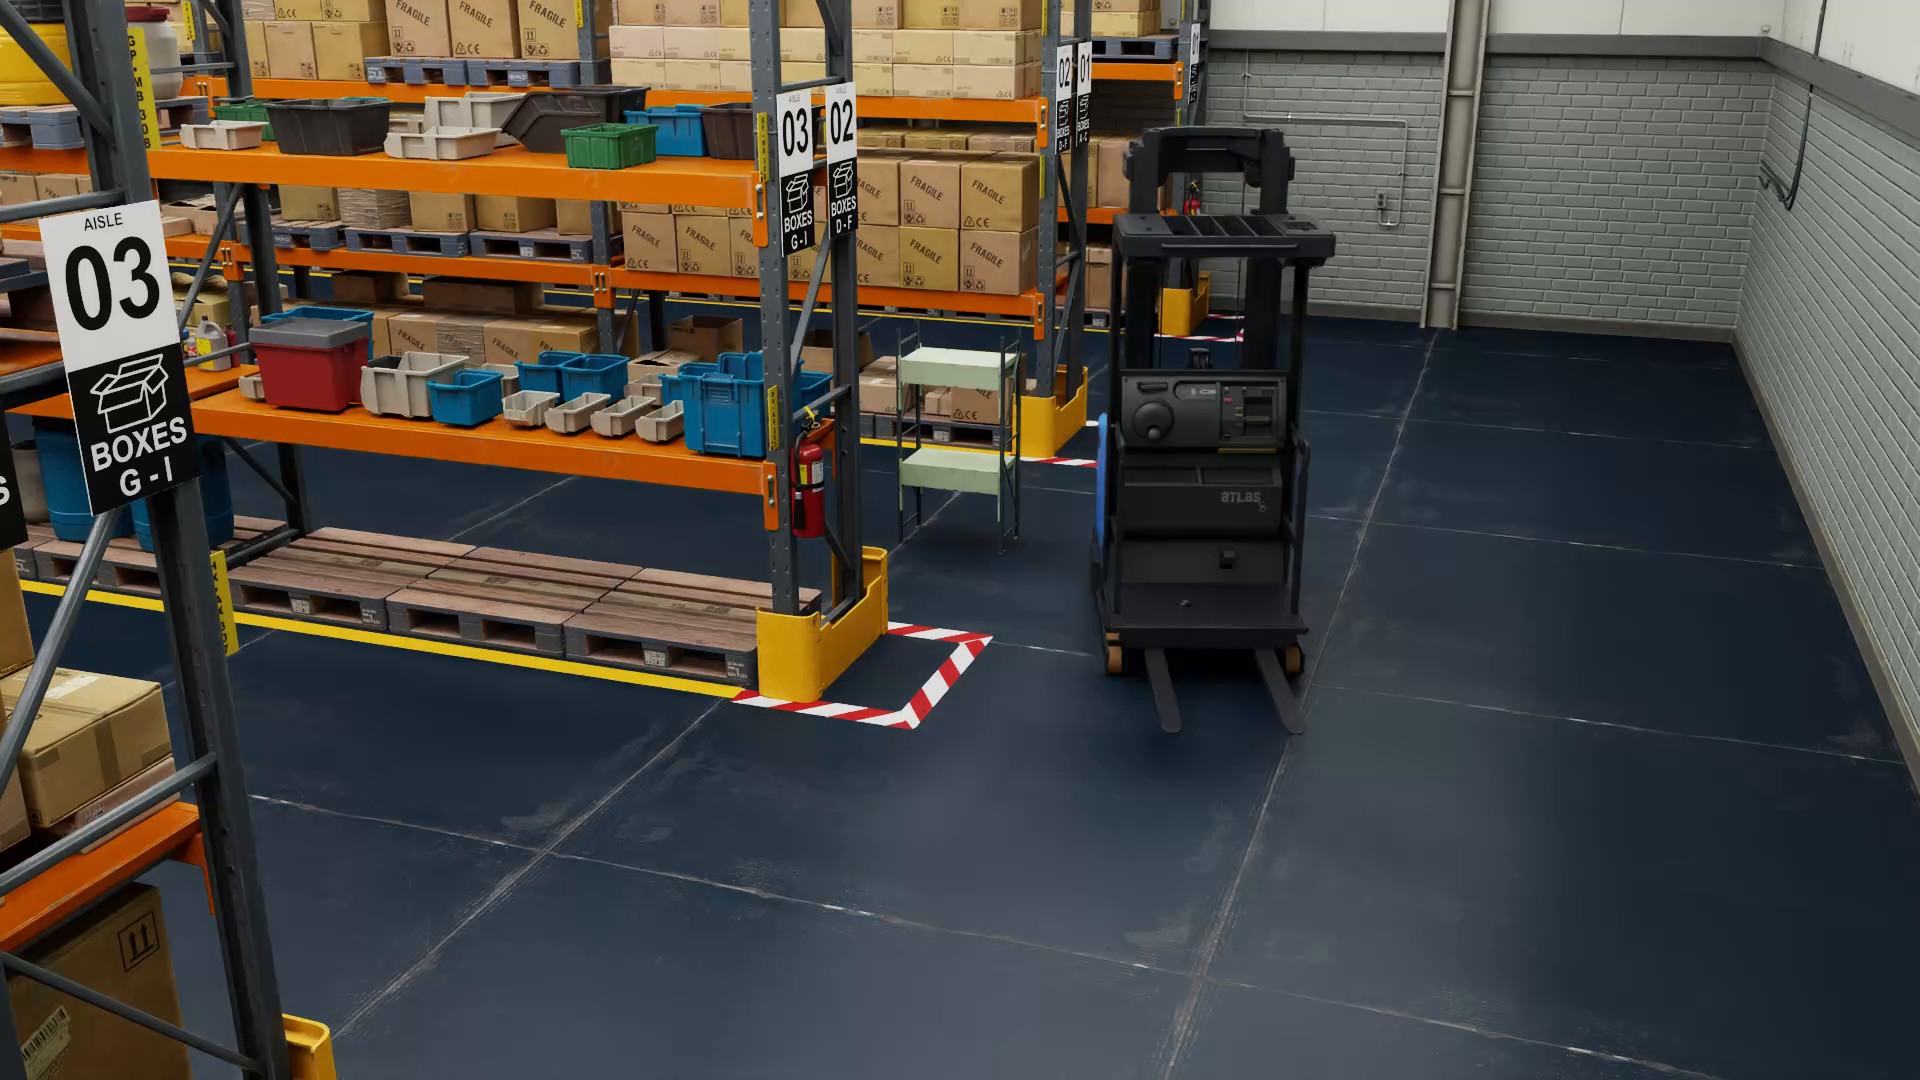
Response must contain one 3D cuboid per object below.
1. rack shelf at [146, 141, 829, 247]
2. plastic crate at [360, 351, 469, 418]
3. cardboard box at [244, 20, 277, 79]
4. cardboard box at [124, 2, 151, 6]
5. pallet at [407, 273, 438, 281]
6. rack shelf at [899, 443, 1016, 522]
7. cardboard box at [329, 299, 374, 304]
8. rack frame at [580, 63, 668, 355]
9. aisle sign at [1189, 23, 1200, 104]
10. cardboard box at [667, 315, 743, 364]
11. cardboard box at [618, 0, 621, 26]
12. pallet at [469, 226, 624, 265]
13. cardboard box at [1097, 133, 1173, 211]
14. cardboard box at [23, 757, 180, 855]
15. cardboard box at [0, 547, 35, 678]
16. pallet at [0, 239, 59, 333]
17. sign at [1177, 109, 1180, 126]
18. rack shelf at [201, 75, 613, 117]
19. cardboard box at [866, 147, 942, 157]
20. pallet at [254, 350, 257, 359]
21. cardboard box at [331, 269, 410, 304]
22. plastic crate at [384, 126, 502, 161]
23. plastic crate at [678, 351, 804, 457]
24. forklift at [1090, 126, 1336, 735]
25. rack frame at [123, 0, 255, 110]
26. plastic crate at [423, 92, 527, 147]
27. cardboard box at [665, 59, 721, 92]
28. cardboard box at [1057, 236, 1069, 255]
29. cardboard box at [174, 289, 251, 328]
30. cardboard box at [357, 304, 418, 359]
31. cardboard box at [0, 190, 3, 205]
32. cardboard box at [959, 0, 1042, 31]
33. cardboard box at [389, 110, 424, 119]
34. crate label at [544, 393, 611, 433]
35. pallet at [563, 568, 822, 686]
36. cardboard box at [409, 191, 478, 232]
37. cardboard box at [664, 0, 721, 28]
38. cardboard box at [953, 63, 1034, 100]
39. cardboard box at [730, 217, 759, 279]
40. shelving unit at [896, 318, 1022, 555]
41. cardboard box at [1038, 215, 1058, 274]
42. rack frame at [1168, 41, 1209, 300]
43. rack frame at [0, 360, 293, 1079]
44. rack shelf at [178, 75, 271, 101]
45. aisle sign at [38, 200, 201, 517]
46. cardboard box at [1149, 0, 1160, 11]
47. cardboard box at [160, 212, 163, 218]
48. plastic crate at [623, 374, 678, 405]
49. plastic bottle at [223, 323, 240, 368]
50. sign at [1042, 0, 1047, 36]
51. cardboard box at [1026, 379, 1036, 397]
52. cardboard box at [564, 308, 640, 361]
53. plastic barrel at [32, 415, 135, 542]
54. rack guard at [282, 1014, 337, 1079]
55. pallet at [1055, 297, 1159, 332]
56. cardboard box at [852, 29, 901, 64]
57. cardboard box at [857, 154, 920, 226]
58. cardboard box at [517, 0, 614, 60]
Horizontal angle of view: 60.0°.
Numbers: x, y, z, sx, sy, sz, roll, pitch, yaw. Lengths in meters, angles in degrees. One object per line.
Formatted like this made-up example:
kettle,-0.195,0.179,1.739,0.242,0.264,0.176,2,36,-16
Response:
rack shelf,-2.684,-2.015,9.335,4.000,0.370,1.077,7,20,18
plastic crate,-3.192,-0.904,9.703,0.530,0.282,0.437,7,20,18
cardboard box,-6.300,-4.553,15.372,0.500,0.500,0.910,7,20,18
cardboard box,-10.447,-6.656,21.375,0.500,0.500,0.500,6,20,16
pallet,-6.987,-3.567,21.489,1.213,0.211,1.003,7,20,18
rack shelf,-0.006,-0.401,11.439,0.720,0.370,0.431,7,20,18
cardboard box,-5.763,-2.125,16.246,0.500,0.500,0.500,7,21,20
rack frame,-2.945,-2.694,14.748,0.127,3.000,1.000,7,20,18
aisle sign,2.425,-4.929,17.210,0.004,0.787,0.394,7,20,18
cardboard box,-2.313,-1.748,15.163,0.500,0.500,0.500,7,20,18
cardboard box,-3.588,-6.199,19.425,0.500,0.500,0.700,8,21,21
pallet,-3.664,-2.724,15.124,1.213,0.211,1.003,7,20,18
cardboard box,1.971,-3.996,18.028,0.700,0.700,0.980,7,21,21
cardboard box,-2.648,0.795,5.119,0.250,0.149,0.380,7,20,19
cardboard box,-3.258,0.204,5.070,0.500,0.500,0.500,6,20,17
pallet,-3.125,-0.634,4.414,1.213,0.211,1.003,7,20,18
sign,2.265,-4.294,17.219,0.005,0.325,0.100,7,20,18
rack shelf,-4.834,-3.987,14.992,4.000,0.370,1.077,7,20,18
cardboard box,-0.466,-3.021,14.015,0.500,0.500,0.500,7,20,19
pallet,-7.488,-1.910,16.736,1.213,0.211,1.003,7,20,18
cardboard box,-5.708,-2.475,16.109,0.500,0.250,0.500,7,21,20
plastic crate,-2.829,-2.160,9.060,0.530,0.136,0.437,7,20,18
plastic crate,-1.173,-0.745,9.012,0.499,0.435,0.616,7,20,18
forklift,1.377,-0.723,9.198,1.130,2.935,3.031,0,19,1
rack frame,-4.574,-3.987,9.343,0.127,3.000,1.000,7,20,18
plastic crate,-2.788,-2.418,9.579,0.530,0.282,0.437,7,20,18
cardboard box,-2.096,-3.855,13.749,0.500,0.250,0.500,7,20,18
cardboard box,1.231,-3.302,18.665,0.250,0.149,0.380,7,20,19
cardboard box,-7.299,-2.271,16.221,0.500,0.311,0.500,7,20,19
cardboard box,-5.418,-1.905,15.613,0.500,0.500,0.500,6,20,17
cardboard box,-10.022,-3.448,17.138,0.500,0.250,0.500,8,21,21
cardboard box,0.343,-4.248,12.978,0.500,0.500,0.700,7,20,18
cardboard box,-6.733,-5.097,20.821,0.500,0.500,0.700,7,20,18
crate label,-2.165,-0.716,9.383,0.243,0.136,0.396,7,20,18
pallet,-1.562,0.493,9.840,1.213,0.211,1.003,7,20,18
cardboard box,-4.634,-3.111,15.155,0.500,0.500,0.700,1,19,4
cardboard box,-2.047,-4.491,13.675,0.500,0.500,0.700,7,20,18
cardboard box,0.262,-3.581,12.963,0.500,0.250,0.500,7,20,18
cardboard box,-1.596,-2.492,14.017,0.500,0.500,0.500,6,20,18
shelving unit,-0.006,-0.709,11.331,0.755,1.500,0.431,7,20,18
cardboard box,0.501,-2.439,13.864,0.500,0.500,0.500,7,20,19
rack frame,2.456,-3.803,17.928,0.127,3.000,1.000,7,20,18
rack frame,-2.421,0.818,4.673,0.127,3.000,1.000,7,20,18
rack shelf,-8.612,-4.419,16.232,4.000,0.370,1.077,7,20,18
aisle sign,-2.254,-0.495,4.490,0.004,0.787,0.394,7,20,18
cardboard box,1.846,-5.902,17.691,0.500,0.500,0.500,6,20,16
cardboard box,-7.946,-3.128,16.373,0.250,0.149,0.380,8,21,22
plastic crate,-1.837,-0.889,9.878,0.298,0.136,0.250,7,20,18
plastic bottle,-4.780,-1.271,10.844,0.133,0.283,0.061,7,20,18
sign,0.633,-3.926,12.380,0.005,0.325,0.100,7,20,18
cardboard box,0.551,-1.276,14.341,0.250,0.149,0.380,7,20,18
cardboard box,-3.322,-1.849,15.454,0.500,0.500,0.500,6,20,16
plastic barrel,-5.751,-0.502,11.010,0.708,0.901,0.600,7,20,18
rack guard,-2.398,2.001,5.077,0.348,0.500,1.175,7,20,18
pallet,1.675,-2.548,18.565,1.213,0.211,1.003,7,20,18
cardboard box,-0.679,-3.929,13.202,0.500,0.250,0.500,7,20,18
cardboard box,-0.646,-2.853,13.532,0.500,0.500,0.500,7,20,20
cardboard box,-3.396,-4.480,14.374,0.600,0.600,0.600,5,20,13
